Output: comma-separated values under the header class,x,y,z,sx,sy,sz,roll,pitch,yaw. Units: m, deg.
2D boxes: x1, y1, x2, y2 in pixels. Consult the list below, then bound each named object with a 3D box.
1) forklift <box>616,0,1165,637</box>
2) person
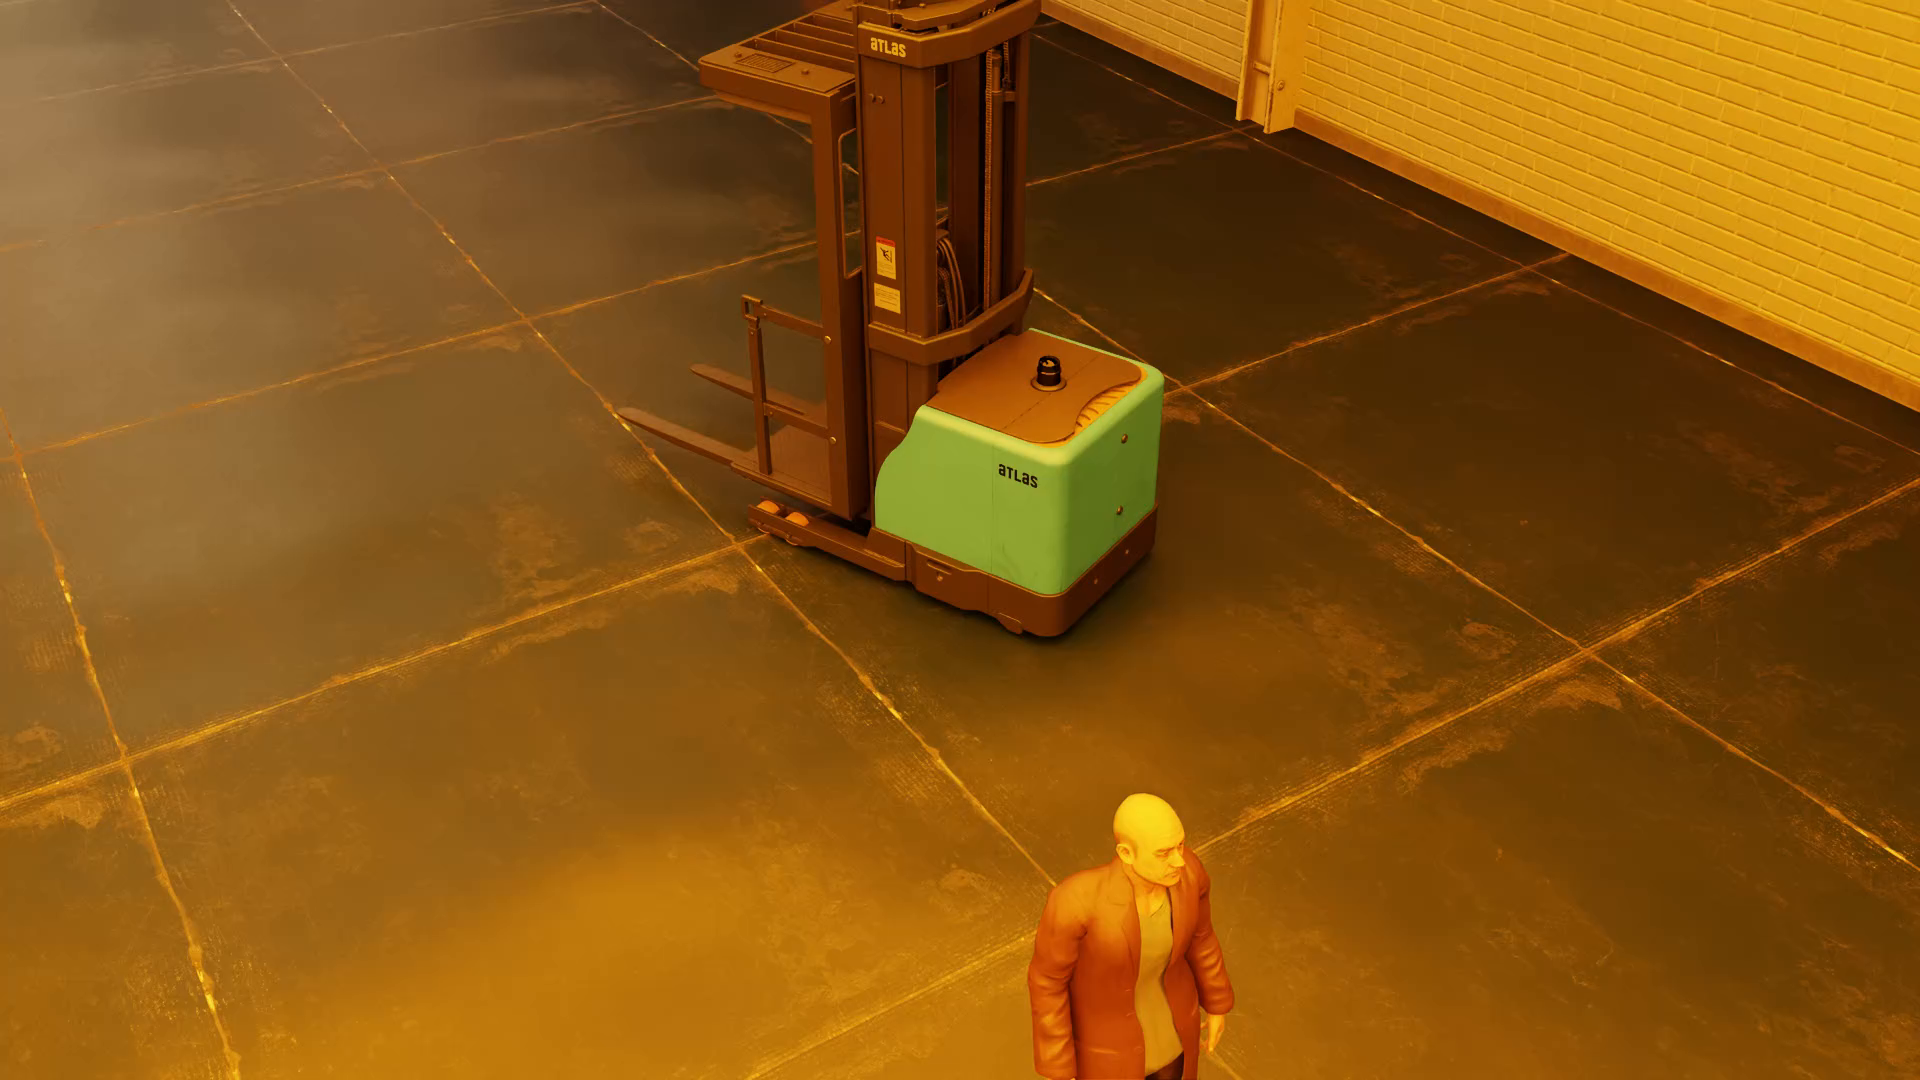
class,x,y,z,sx,sy,sz,roll,pitch,yaw
forklift,-0.500,-1.399,8.138,3.031,2.935,1.130,22,41,28
person,0.564,1.542,4.945,0.695,1.775,0.582,-18,39,-24
